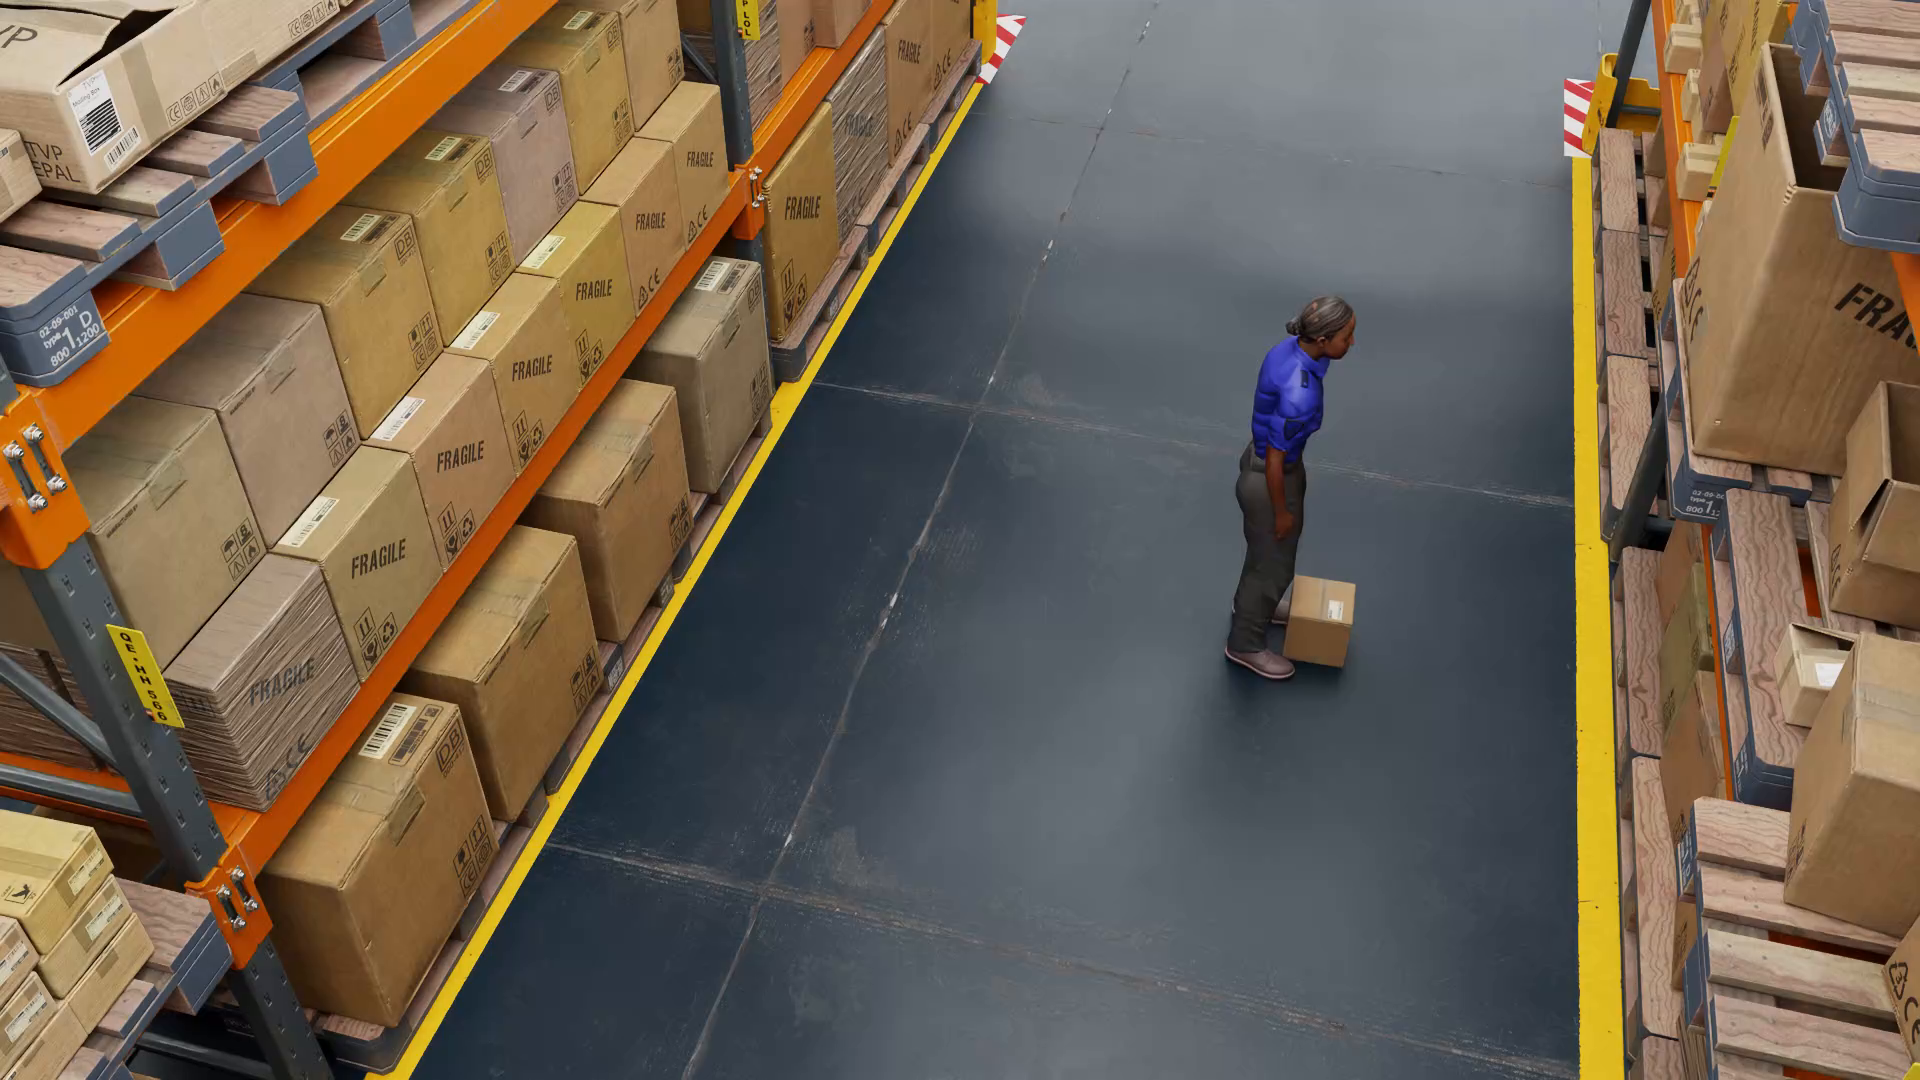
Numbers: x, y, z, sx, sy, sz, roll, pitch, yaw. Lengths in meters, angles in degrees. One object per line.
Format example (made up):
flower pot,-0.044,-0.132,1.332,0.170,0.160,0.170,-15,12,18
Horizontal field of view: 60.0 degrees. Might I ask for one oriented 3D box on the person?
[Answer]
person,1.246,-0.221,6.426,0.351,1.638,0.518,8,42,9
